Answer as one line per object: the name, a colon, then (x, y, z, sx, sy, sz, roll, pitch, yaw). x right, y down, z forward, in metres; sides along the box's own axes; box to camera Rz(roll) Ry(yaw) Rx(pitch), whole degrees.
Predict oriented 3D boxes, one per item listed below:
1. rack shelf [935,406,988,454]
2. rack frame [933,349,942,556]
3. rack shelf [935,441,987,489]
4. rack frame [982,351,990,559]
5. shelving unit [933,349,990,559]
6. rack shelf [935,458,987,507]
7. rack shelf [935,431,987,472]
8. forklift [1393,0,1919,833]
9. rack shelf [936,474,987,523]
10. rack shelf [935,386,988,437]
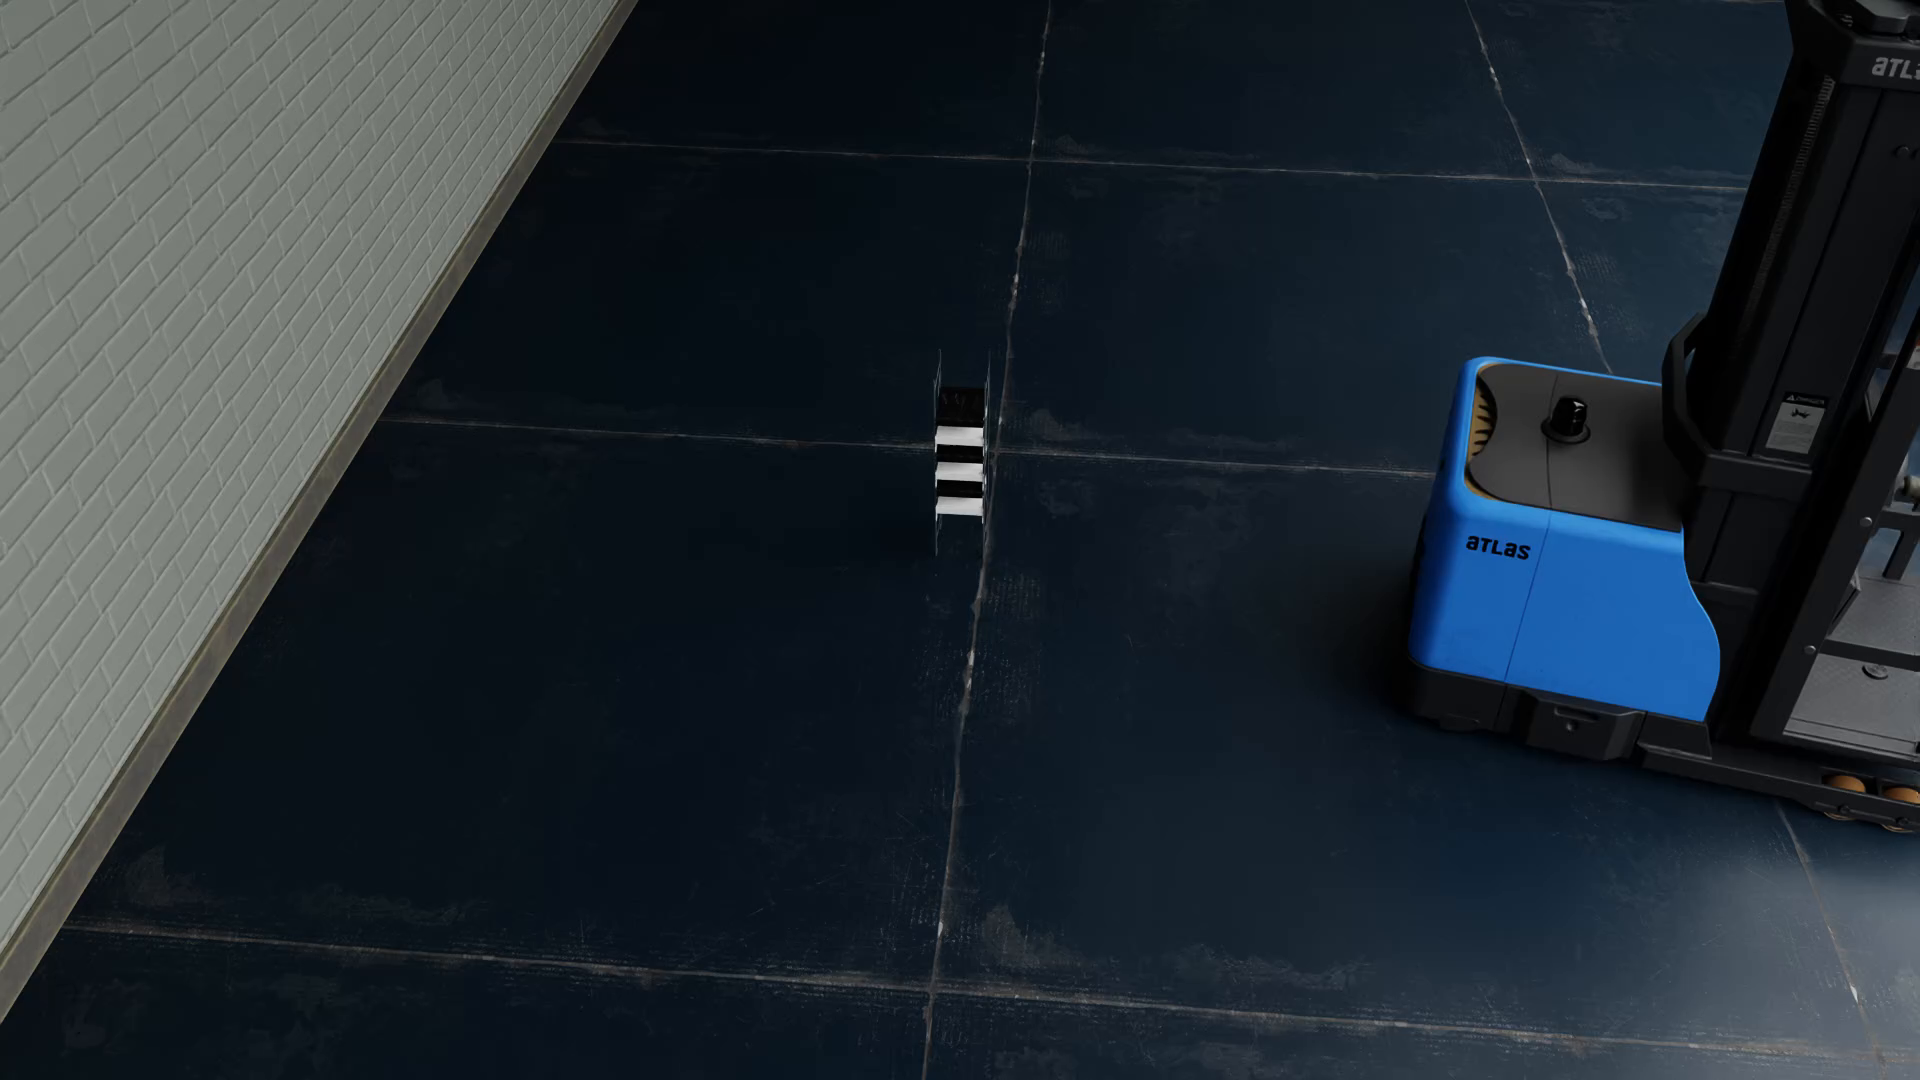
rack shelf: (0.008, -0.462, 6.873, 0.200, 0.077, 0.258, 3, 39, 4)
rack frame: (-0.093, -0.354, 6.972, 0.006, 0.900, 0.240, 3, 39, 4)
rack shelf: (0.008, -0.323, 6.986, 0.200, 0.077, 0.258, 3, 39, 4)
rack frame: (0.109, -0.343, 6.959, 0.006, 0.900, 0.240, 3, 39, 4)
shelving unit: (0.008, -0.349, 6.965, 0.210, 0.900, 0.258, 3, 39, 4)
rack shelf: (0.008, -0.253, 7.043, 0.200, 0.077, 0.258, 3, 39, 4)
rack shelf: (0.008, -0.393, 6.930, 0.200, 0.077, 0.258, 3, 39, 4)
forklift: (3.244, -0.465, 5.500, 3.031, 2.935, 1.130, 11, 40, 13)
rack shelf: (0.008, -0.183, 7.100, 0.200, 0.077, 0.258, 3, 39, 4)
rack shelf: (0.008, -0.532, 6.816, 0.200, 0.077, 0.258, 3, 39, 4)
